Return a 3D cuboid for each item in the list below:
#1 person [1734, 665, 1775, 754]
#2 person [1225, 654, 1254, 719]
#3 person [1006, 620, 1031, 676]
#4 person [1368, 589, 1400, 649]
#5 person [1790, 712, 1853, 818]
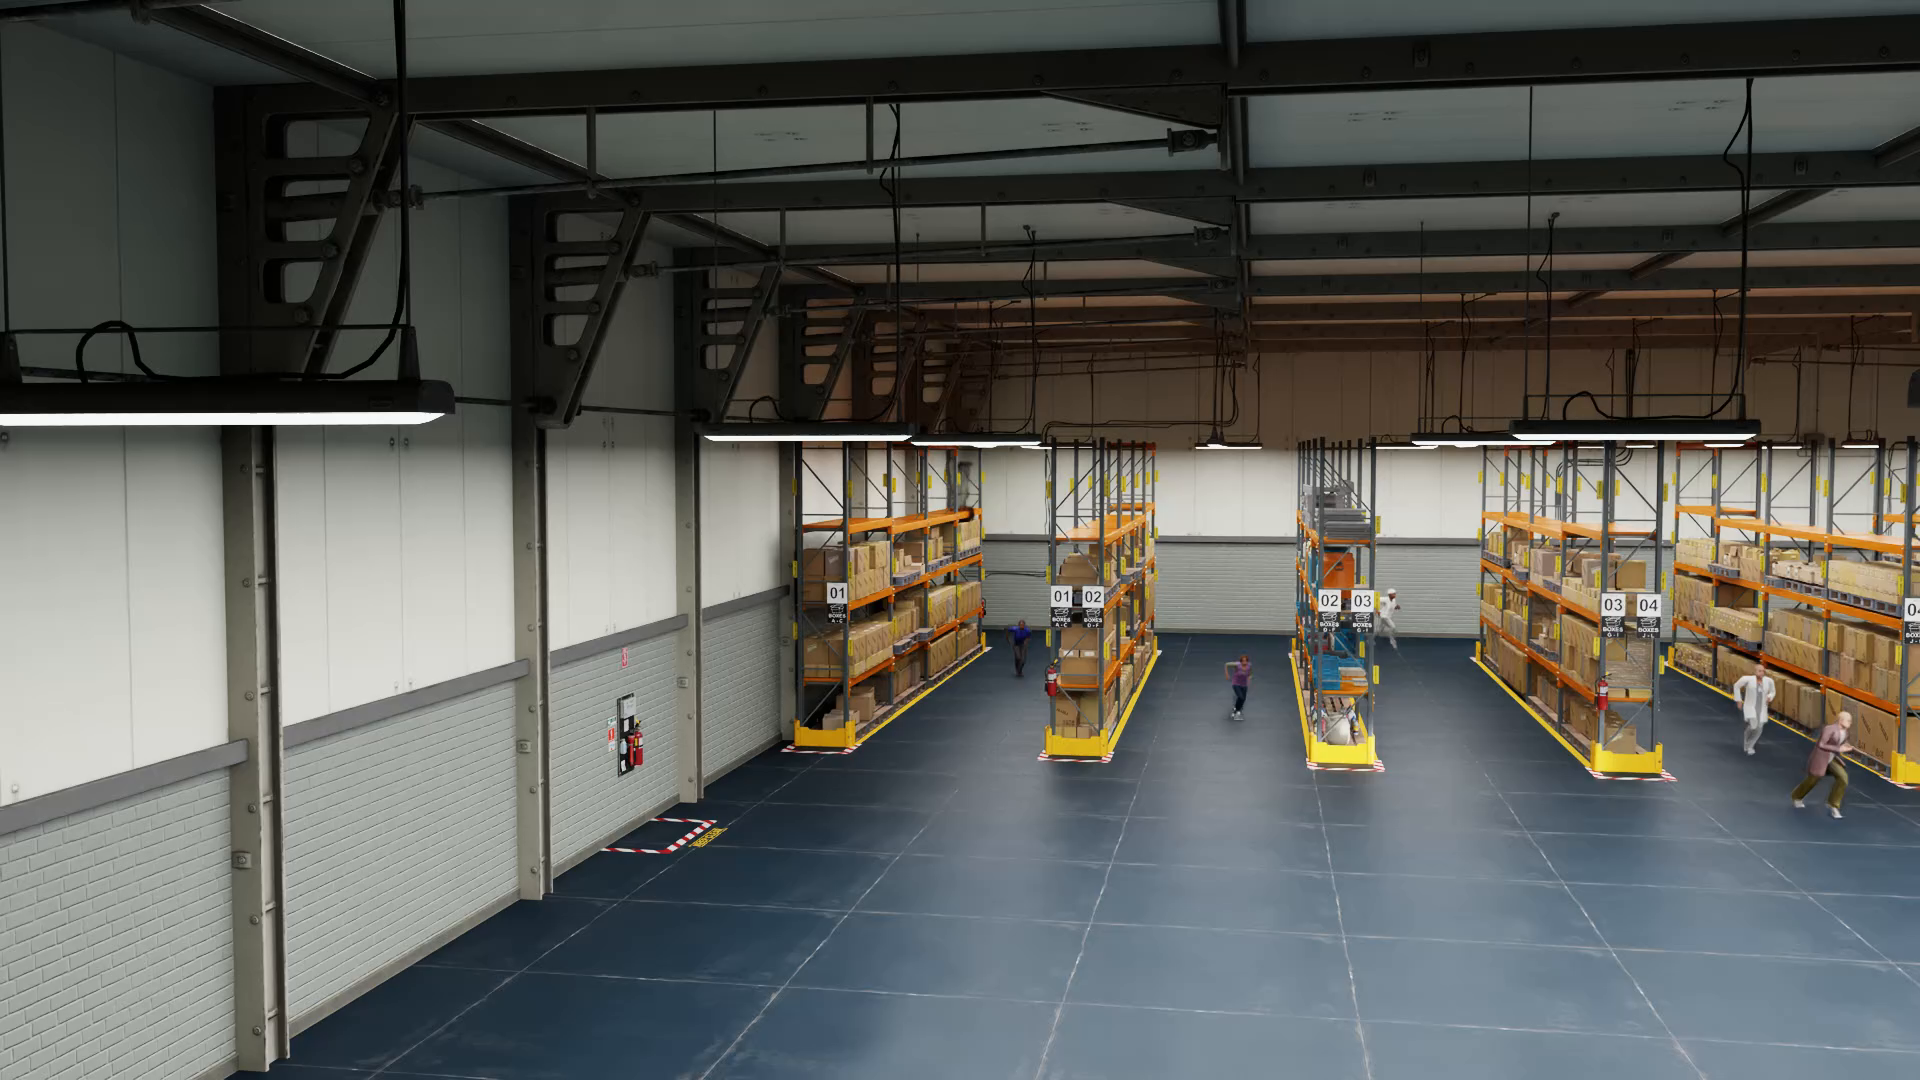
[{"bbox_3d":[15.007,3.195,31.336,0.674,1.716,0.736,0,3,2],"label":"person"},{"bbox_3d":[5.928,3.119,35.356,0.569,1.434,0.866,0,3,-7],"label":"person"},{"bbox_3d":[1.487,2.745,42.259,0.603,1.487,0.813,0,3,-7],"label":"person"},{"bbox_3d":[12.389,2.296,48.612,0.987,1.776,0.694,2,4,38],"label":"person"},{"bbox_3d":[13.631,3.524,26.267,0.752,1.732,1.072,-2,3,-28],"label":"person"}]
